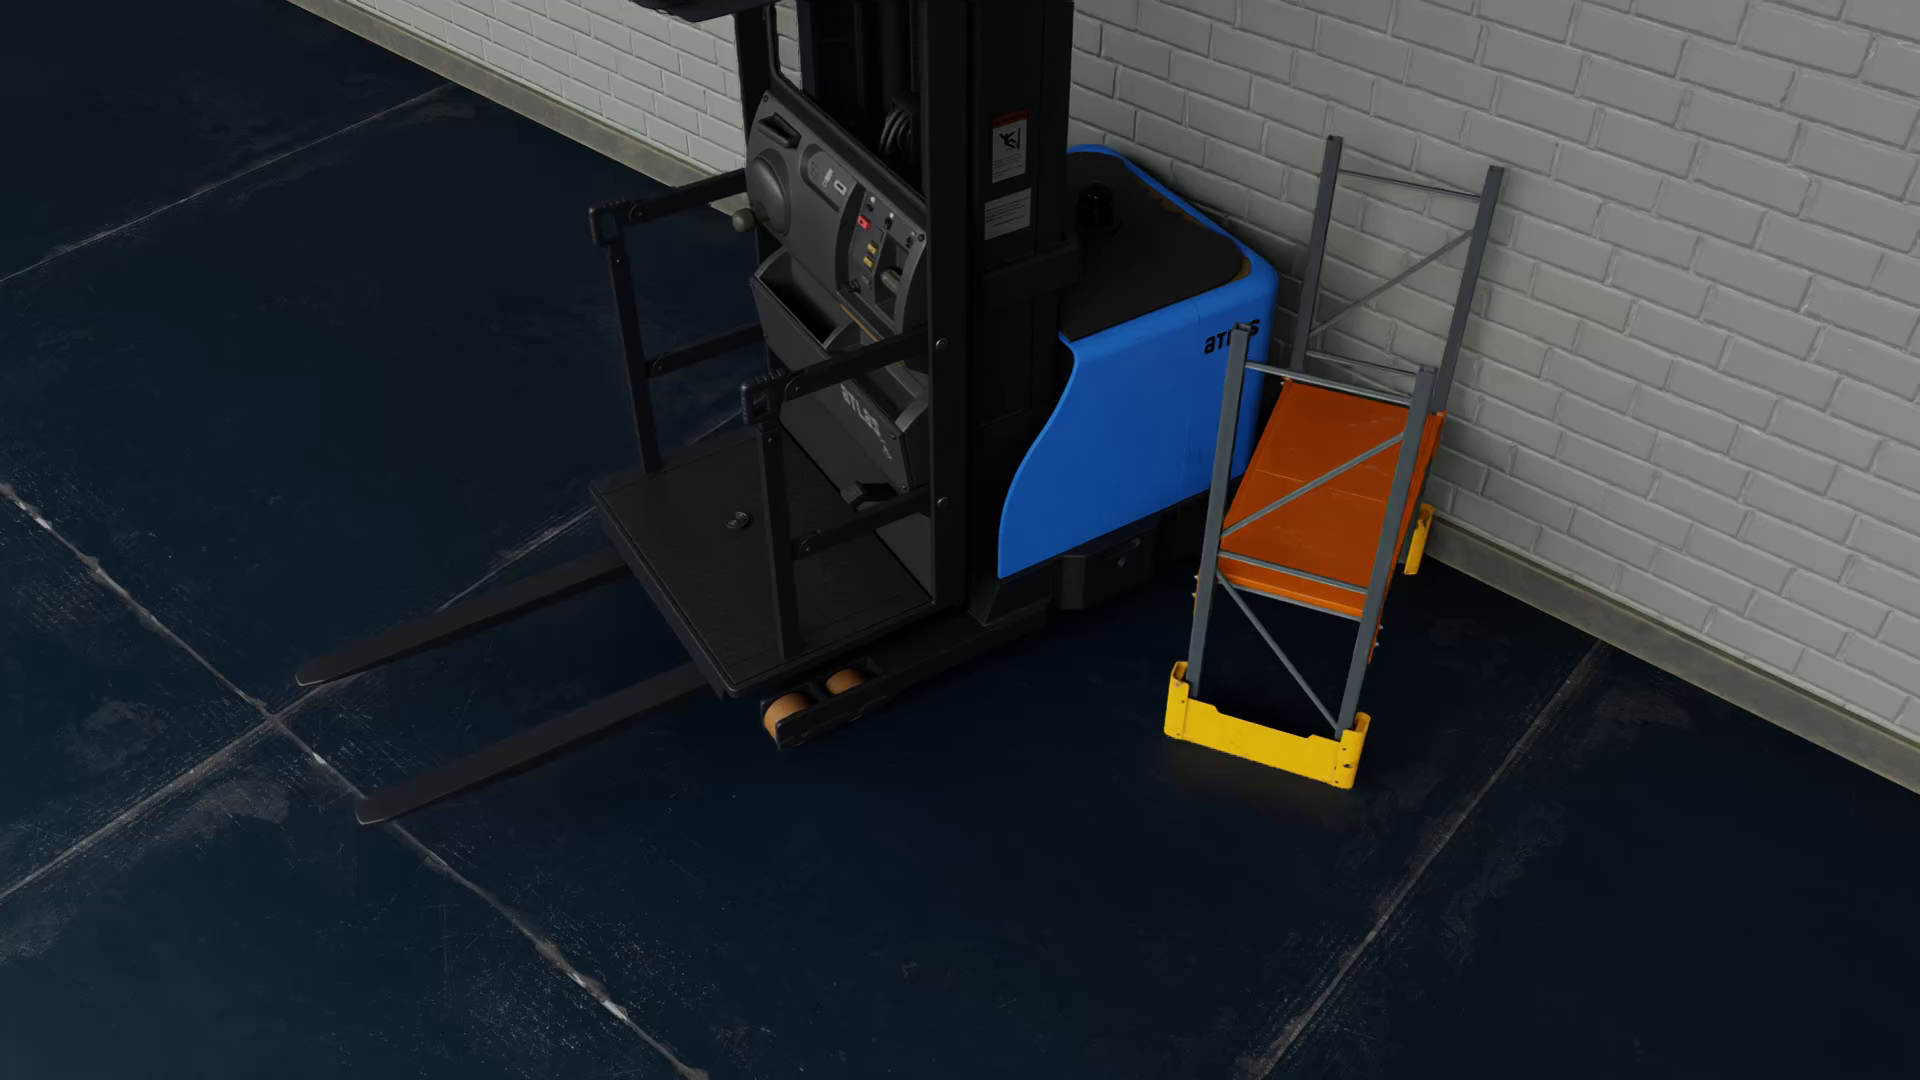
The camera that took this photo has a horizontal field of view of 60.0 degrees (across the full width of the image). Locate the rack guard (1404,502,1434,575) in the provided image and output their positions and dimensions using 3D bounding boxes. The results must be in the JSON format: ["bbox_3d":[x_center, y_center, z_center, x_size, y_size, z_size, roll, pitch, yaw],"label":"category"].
[{"bbox_3d":[1.286,-0.069,5.640,0.587,0.250,0.087,15,45,16],"label":"rack guard"}]

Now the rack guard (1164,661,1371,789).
[{"bbox_3d":[0.907,0.550,4.959,0.587,0.250,0.087,15,45,16],"label":"rack guard"}]

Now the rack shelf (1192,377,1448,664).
[{"bbox_3d":[1.100,-0.094,5.006,0.538,0.185,1.000,15,45,16],"label":"rack shelf"}]

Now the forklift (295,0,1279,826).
[{"bbox_3d":[-0.530,-0.864,4.522,3.031,2.935,1.130,-23,47,-23],"label":"forklift"}]

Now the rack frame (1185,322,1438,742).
[{"bbox_3d":[0.906,0.089,4.537,0.500,1.500,0.032,15,45,16],"label":"rack frame"}]

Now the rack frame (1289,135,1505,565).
[{"bbox_3d":[1.293,-0.544,5.233,0.500,1.500,0.032,15,45,16],"label":"rack frame"}]

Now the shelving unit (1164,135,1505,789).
[{"bbox_3d":[1.096,-0.222,4.879,0.587,1.500,1.083,15,45,16],"label":"shelving unit"}]
